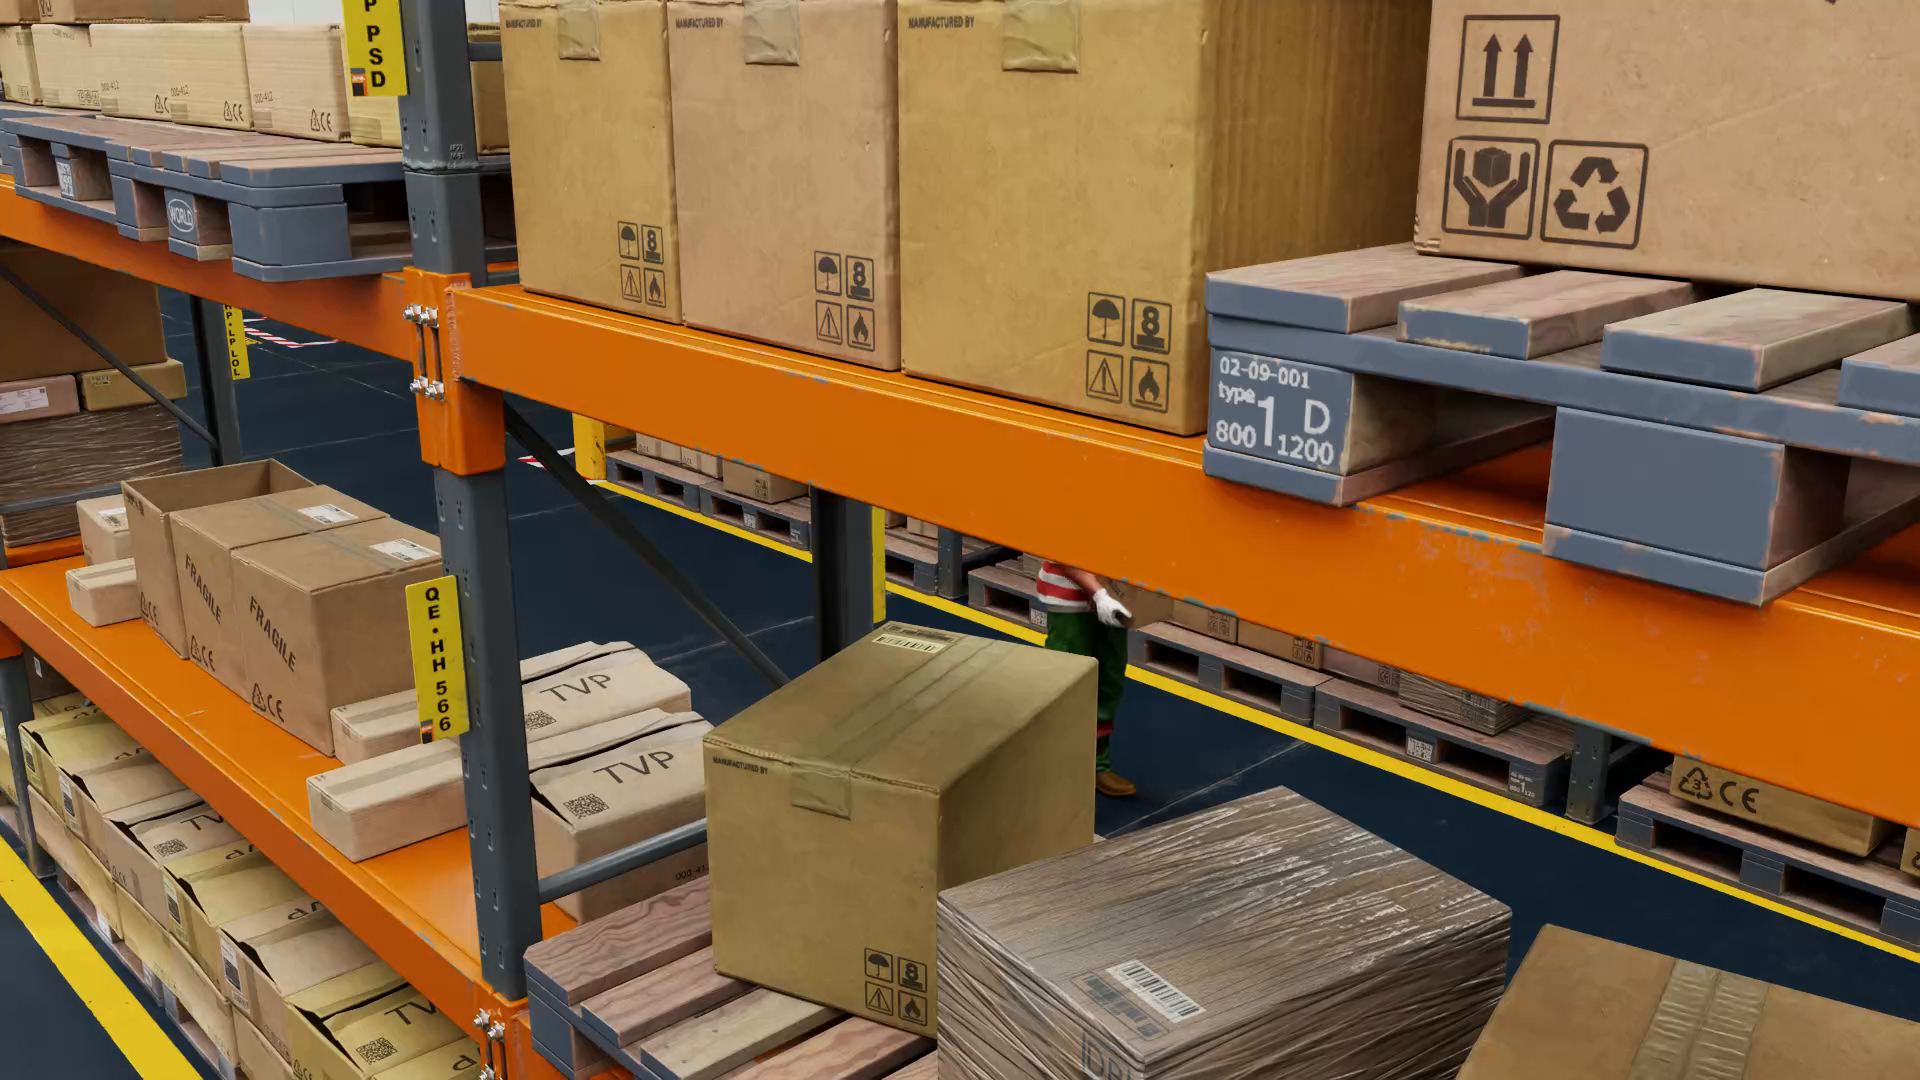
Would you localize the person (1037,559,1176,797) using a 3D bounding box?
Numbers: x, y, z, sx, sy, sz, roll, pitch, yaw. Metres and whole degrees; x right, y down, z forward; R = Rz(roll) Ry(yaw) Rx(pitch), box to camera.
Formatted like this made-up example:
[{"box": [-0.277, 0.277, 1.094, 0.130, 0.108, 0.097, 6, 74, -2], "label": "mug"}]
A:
[{"box": [0.609, 0.295, 7.048, 0.511, 1.790, 0.559, -16, 23, -41], "label": "person"}]
